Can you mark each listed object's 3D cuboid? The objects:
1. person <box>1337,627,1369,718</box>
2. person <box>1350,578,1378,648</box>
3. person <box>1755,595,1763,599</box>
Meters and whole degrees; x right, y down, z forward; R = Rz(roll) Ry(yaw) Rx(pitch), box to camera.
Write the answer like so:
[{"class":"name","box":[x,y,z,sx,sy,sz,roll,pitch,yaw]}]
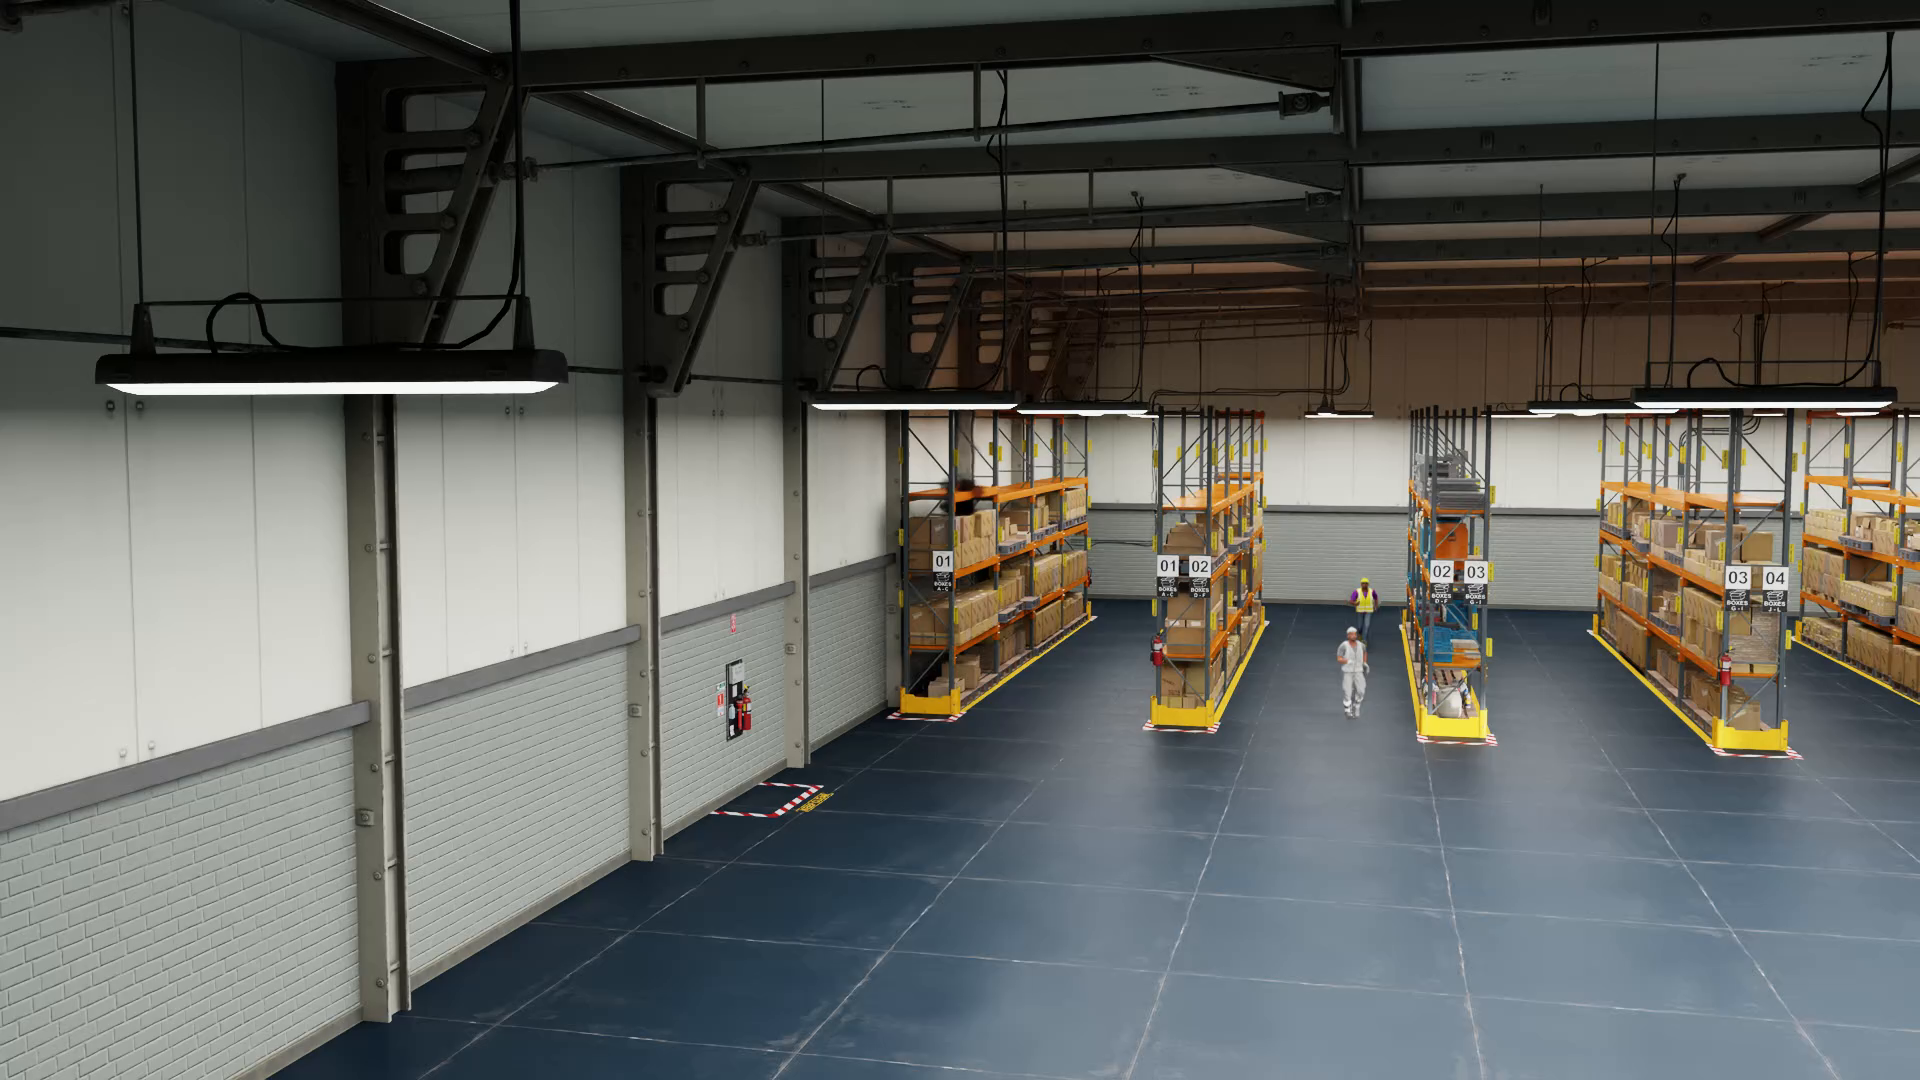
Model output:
[{"class":"person","box":[7.535,2.542,31.826,0.640,1.750,0.661,0,4,-1]},{"class":"person","box":[10.233,1.825,42.106,0.715,1.741,0.822,1,4,9]},{"class":"person","box":[20.293,1.853,41.998,0.577,1.650,0.943,2,4,21]}]
